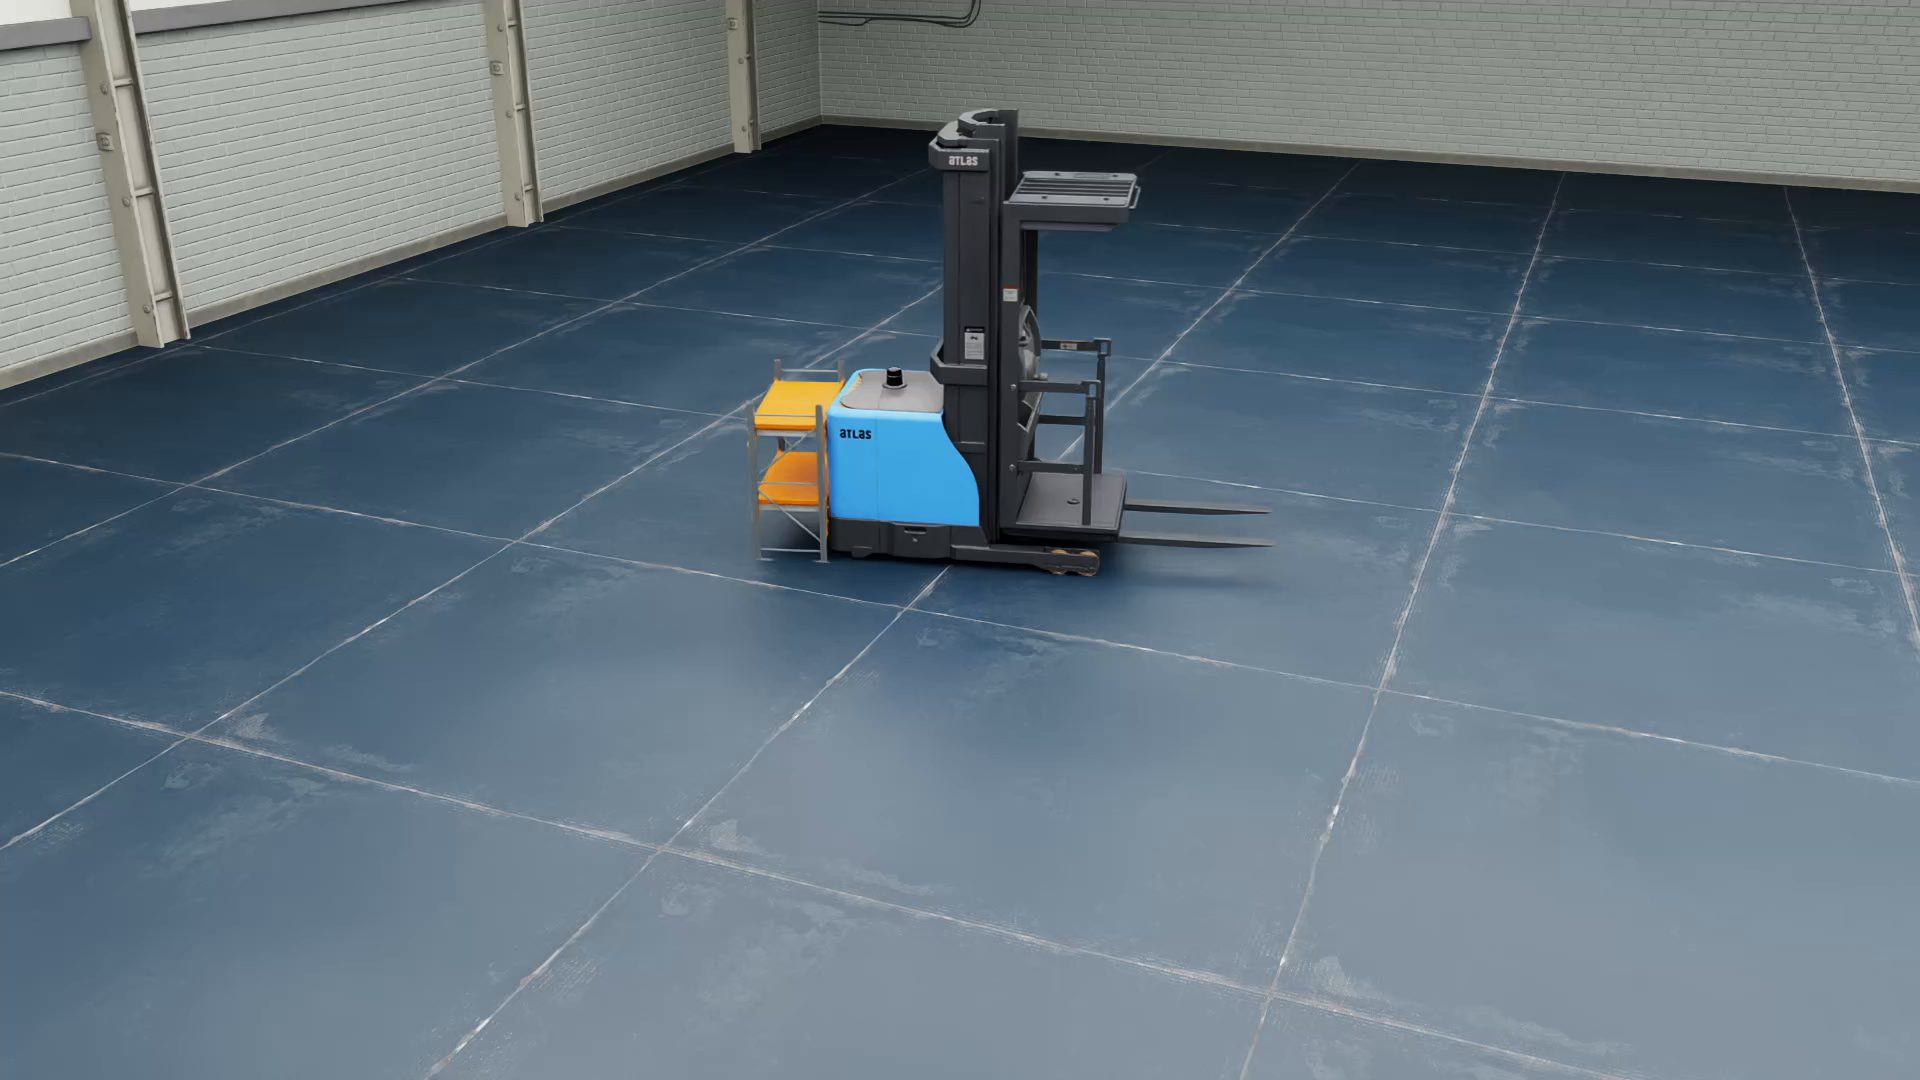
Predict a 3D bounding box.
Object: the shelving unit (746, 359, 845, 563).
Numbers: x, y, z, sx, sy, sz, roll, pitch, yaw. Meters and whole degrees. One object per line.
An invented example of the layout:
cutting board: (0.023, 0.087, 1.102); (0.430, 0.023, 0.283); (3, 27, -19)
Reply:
shelving unit: (-1.120, -0.573, 11.662); (0.538, 1.125, 1.048); (2, 23, 4)

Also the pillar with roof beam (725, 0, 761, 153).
pillar with roof beam: (0.575, -9.797, 23.530); (9.100, 9.000, 0.400); (9, 24, 20)

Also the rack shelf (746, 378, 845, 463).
rack shelf: (-1.120, -0.843, 11.549); (0.538, 0.278, 1.000); (2, 23, 4)

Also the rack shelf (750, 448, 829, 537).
rack shelf: (-1.120, -0.347, 11.756); (0.538, 0.278, 1.000); (2, 23, 4)

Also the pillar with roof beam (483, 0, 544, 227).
pillar with roof beam: (-1.654, -7.650, 18.390); (9.100, 9.000, 0.400); (9, 24, 20)

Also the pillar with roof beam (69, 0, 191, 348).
pillar with roof beam: (-3.882, -5.503, 13.250); (9.100, 9.000, 0.400); (9, 24, 20)

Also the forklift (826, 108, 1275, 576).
forklift: (0.653, -1.328, 11.127); (3.031, 2.935, 1.130); (3, 23, 8)

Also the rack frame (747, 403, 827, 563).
rack frame: (-1.160, -0.377, 11.194); (0.500, 1.125, 0.032); (2, 23, 4)

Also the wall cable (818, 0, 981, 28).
wall cable: (-1.100, -9.846, 27.675); (3.097, 2.526, 0.112); (9, 24, 20)

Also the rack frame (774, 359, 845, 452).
rack frame: (-1.080, -0.768, 12.130); (0.500, 1.125, 0.032); (2, 23, 4)
